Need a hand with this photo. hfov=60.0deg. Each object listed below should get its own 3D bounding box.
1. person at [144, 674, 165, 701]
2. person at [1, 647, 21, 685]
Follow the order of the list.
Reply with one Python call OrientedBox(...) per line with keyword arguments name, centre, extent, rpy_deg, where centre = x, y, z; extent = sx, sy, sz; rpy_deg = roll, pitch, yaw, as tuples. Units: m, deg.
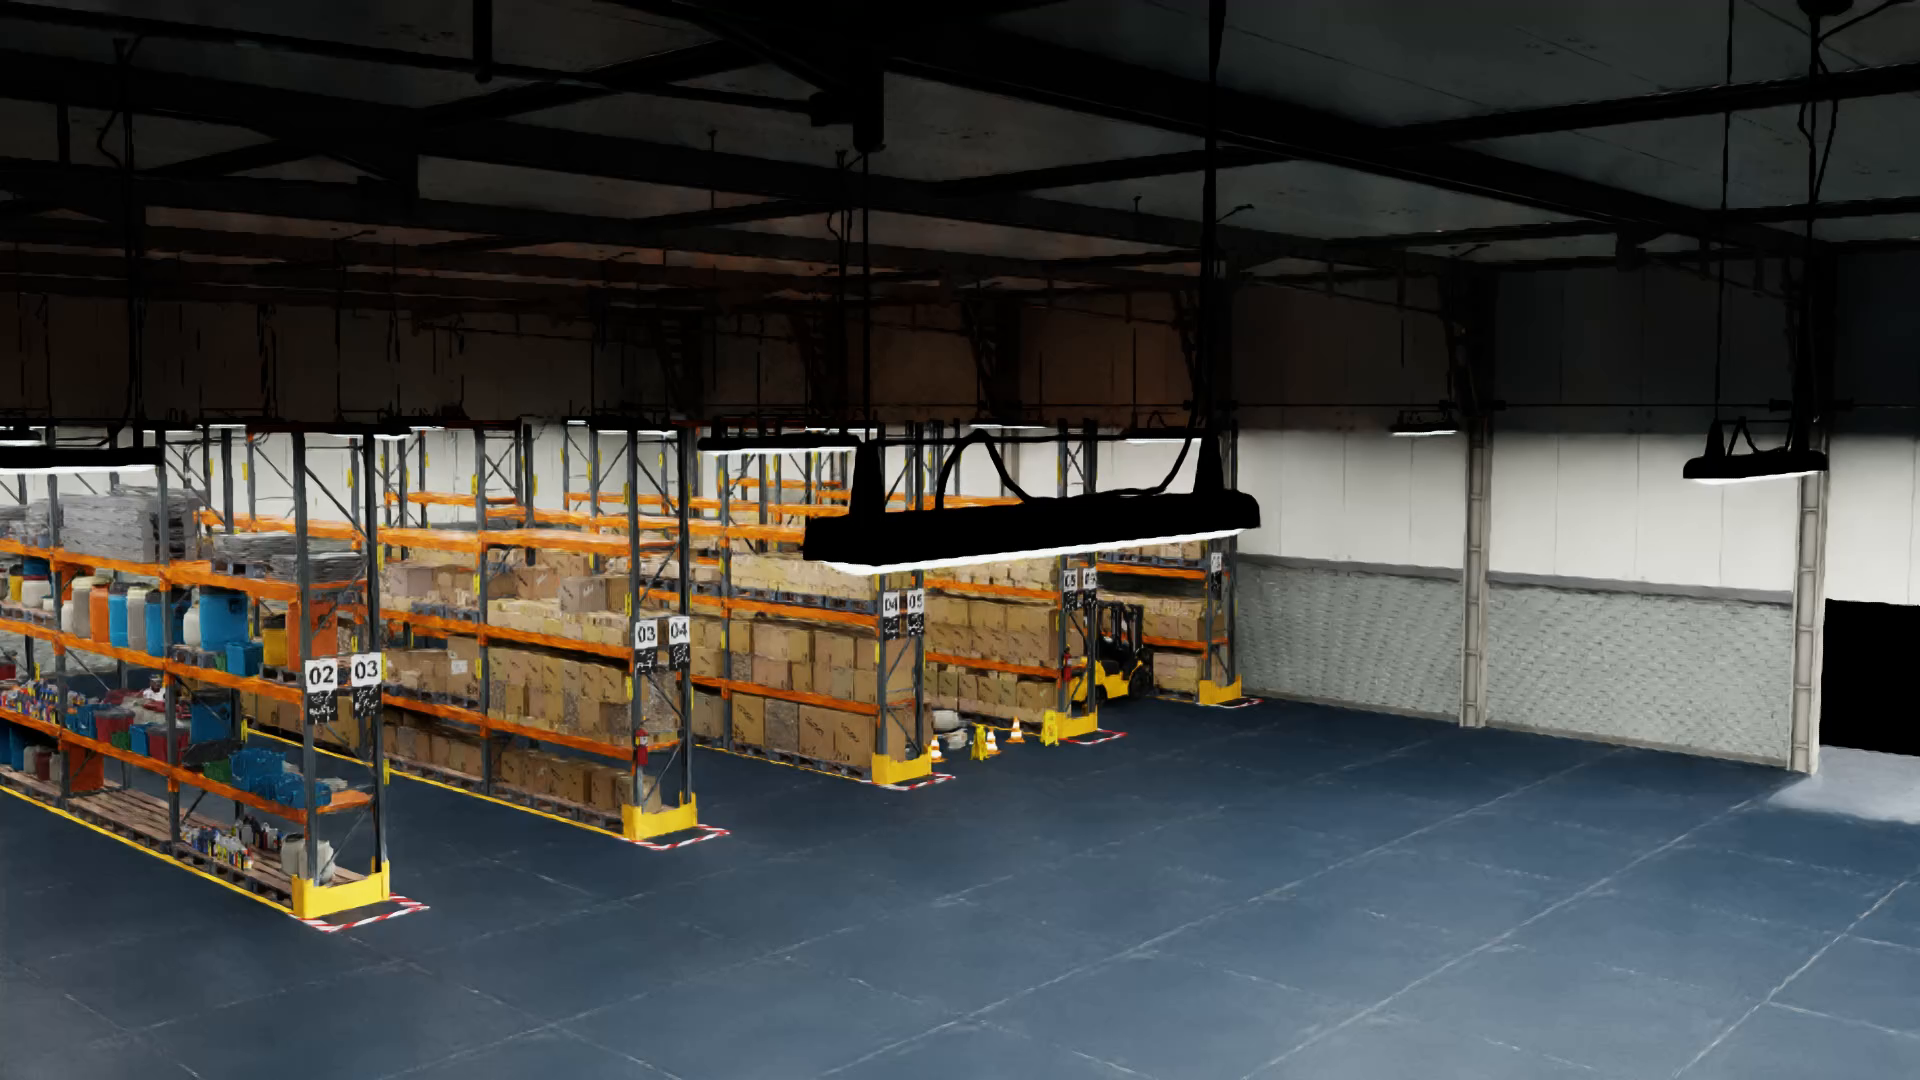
OrientedBox(name="person", centre=(-13.886, 3.132, 28.707), extent=(1.126, 1.675, 0.542), rpy_deg=(5, 7, 44))
OrientedBox(name="person", centre=(-18.109, 2.889, 31.737), extent=(0.379, 1.680, 0.563), rpy_deg=(-3, 6, -34))
